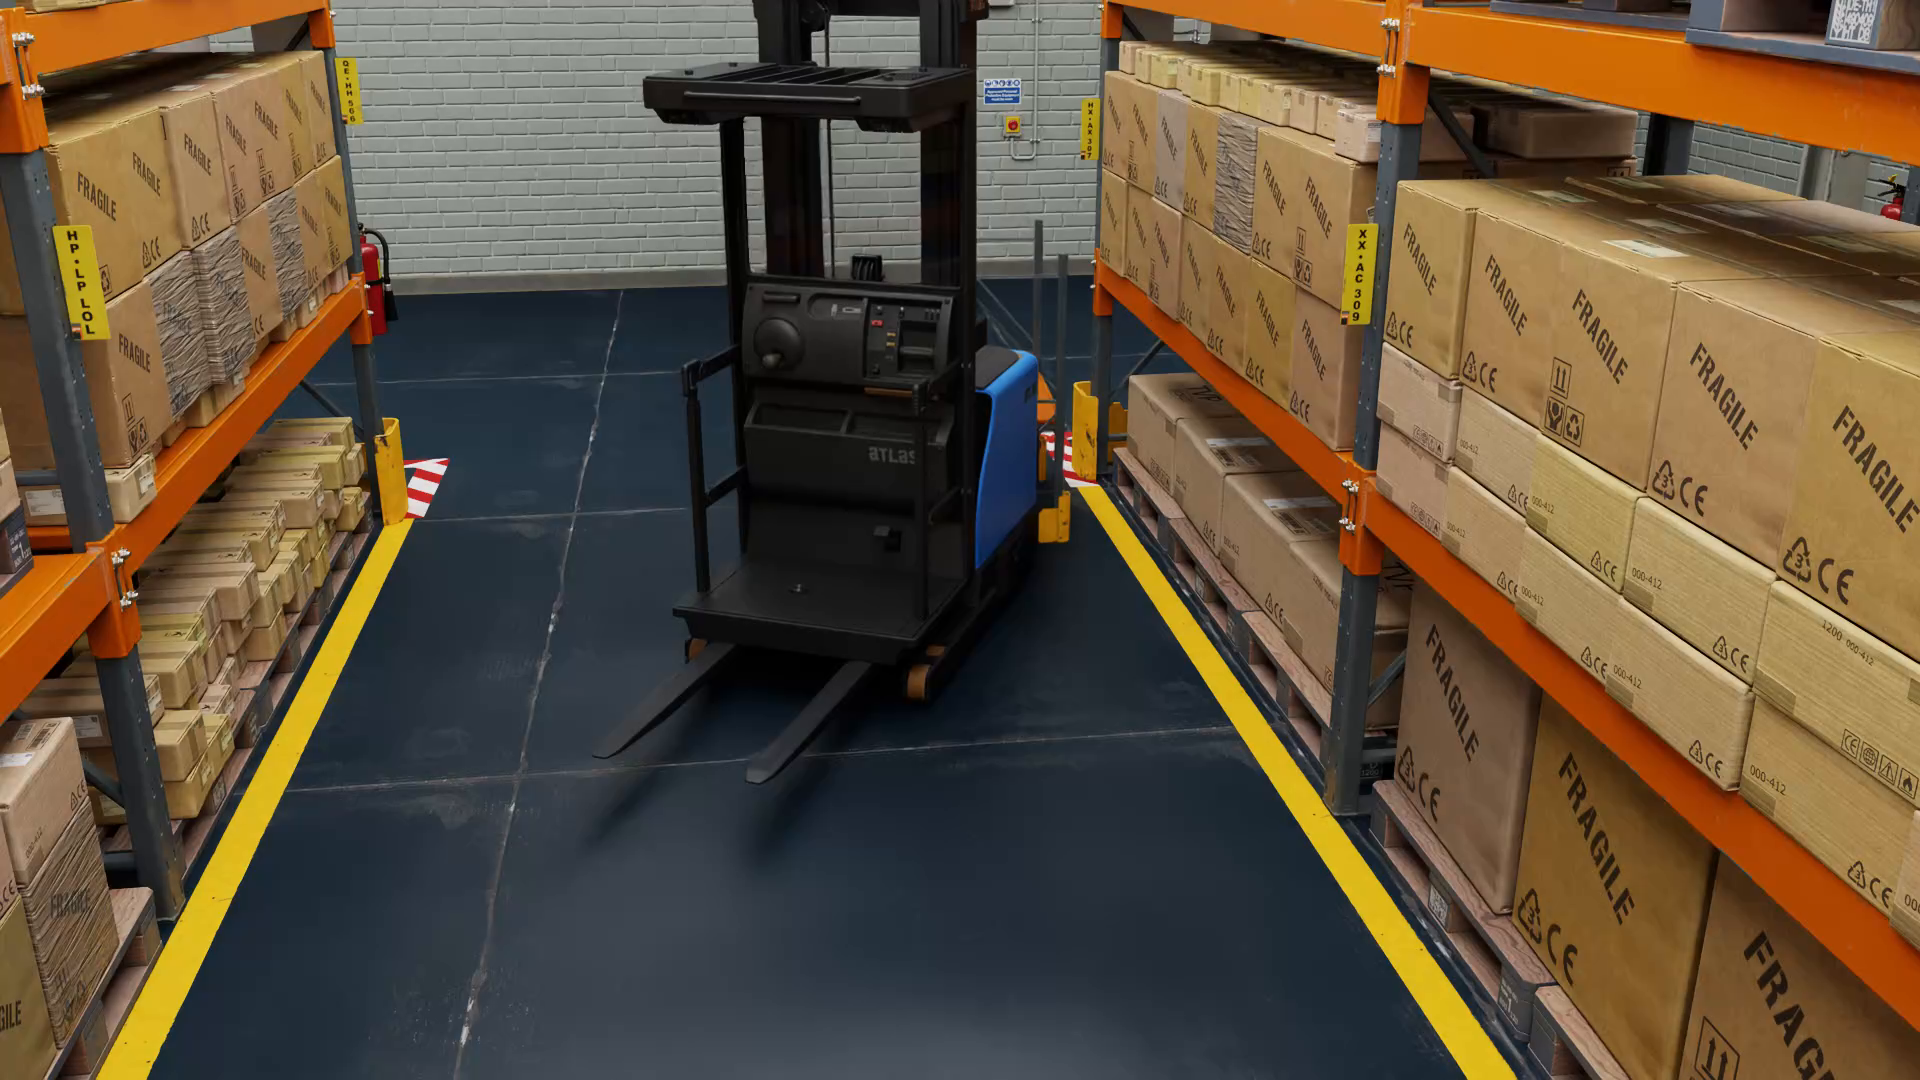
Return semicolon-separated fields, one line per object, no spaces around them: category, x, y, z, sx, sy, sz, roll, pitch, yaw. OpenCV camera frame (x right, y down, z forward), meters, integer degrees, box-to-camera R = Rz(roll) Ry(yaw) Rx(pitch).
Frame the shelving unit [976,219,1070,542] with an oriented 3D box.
shelving unit;0.242;-0.876;8.918;0.587;1.500;1.083;-1;21;-4

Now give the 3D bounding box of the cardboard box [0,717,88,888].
cardboard box;-2.687;0.710;4.429;0.500;0.250;0.500;-3;21;-9

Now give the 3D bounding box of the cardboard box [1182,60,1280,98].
cardboard box;1.212;-2.060;7.446;0.380;0.149;0.250;-3;21;-7

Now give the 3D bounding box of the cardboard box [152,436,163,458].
cardboard box;-2.963;-0.330;5.673;0.380;0.149;0.250;-4;21;-10

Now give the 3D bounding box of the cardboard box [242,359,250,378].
cardboard box;-3.084;-0.699;6.660;0.380;0.149;0.250;-2;21;-6

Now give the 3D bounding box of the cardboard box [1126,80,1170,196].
cardboard box;1.131;-1.984;8.169;0.500;0.500;0.500;-3;21;-9

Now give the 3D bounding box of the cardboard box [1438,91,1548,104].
cardboard box;1.919;-1.559;6.103;0.380;0.149;0.250;-3;21;-8

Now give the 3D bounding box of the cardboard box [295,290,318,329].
cardboard box;-3.185;-1.066;7.641;0.380;0.149;0.250;-2;21;-6

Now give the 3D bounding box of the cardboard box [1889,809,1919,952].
cardboard box;1.996;0.674;2.838;0.500;0.250;0.500;-3;21;-7

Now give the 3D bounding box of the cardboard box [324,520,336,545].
cardboard box;-3.249;-0.053;8.045;0.380;0.149;0.250;-3;21;-8

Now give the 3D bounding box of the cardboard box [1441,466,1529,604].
cardboard box;1.717;-0.028;4.718;0.500;0.250;0.500;-3;21;-9

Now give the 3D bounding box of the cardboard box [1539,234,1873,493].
cardboard box;1.788;-0.443;4.042;0.500;0.500;0.500;-3;21;-9

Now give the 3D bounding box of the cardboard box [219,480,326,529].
cardboard box;-3.084;-0.156;7.472;0.380;0.149;0.250;-2;21;-6

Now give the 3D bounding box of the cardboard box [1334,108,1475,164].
cardboard box;1.480;-1.353;5.551;0.380;0.149;0.250;-3;21;-9

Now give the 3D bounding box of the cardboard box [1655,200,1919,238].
cardboard box;2.234;-0.637;4.563;0.500;0.500;0.500;-3;21;-7

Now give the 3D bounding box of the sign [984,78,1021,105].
sign;0.370;-3.924;14.550;0.327;0.218;0.001;-3;21;-8

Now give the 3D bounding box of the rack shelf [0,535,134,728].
rack shelf;-2.757;0.871;3.124;1.077;0.370;4.000;-3;21;-8

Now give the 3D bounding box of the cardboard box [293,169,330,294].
cardboard box;-3.233;-1.408;7.631;0.500;0.500;0.500;-3;21;-9

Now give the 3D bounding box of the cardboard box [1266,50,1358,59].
cardboard box;1.689;-2.272;8.012;0.380;0.149;0.250;-2;21;-7

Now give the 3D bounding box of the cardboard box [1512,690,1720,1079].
cardboard box;2.145;0.879;4.513;0.875;0.875;0.875;-2;21;-6

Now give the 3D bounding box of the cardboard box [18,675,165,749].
cardboard box;-2.890;0.572;5.521;0.380;0.149;0.250;-2;21;-6

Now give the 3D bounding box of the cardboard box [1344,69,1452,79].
cardboard box;1.849;-1.913;7.051;0.380;0.149;0.250;-3;21;-8

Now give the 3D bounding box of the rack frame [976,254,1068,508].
rack frame;0.280;-0.695;8.435;0.500;1.500;0.032;-1;21;-4

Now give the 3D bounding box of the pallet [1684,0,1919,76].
pallet;2.106;-0.982;3.041;1.003;0.211;1.213;-2;21;-5

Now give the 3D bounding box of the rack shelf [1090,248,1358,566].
rack shelf;1.551;-0.798;7.595;1.077;0.370;4.000;-3;21;-8

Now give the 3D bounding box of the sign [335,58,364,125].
sign;-3.069;-2.255;8.359;0.100;0.325;0.005;-3;21;-8

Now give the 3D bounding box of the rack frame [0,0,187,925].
rack frame;-3.045;-0.158;4.853;1.000;3.000;0.127;-3;21;-8

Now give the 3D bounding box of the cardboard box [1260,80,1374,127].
cardboard box;1.397;-1.708;6.502;0.380;0.149;0.250;-3;21;-8

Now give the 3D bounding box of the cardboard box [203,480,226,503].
cardboard box;-3.694;-0.171;7.937;0.380;0.149;0.250;-3;21;-7

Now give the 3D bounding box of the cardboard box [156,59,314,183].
cardboard box;-3.236;-1.876;7.456;0.500;0.500;0.500;-4;21;-10

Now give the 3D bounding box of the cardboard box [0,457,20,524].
cardboard box;-2.792;-0.110;4.482;0.380;0.149;0.250;-3;21;-9

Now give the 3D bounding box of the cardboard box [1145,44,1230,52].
cardboard box;1.148;-2.423;8.417;0.380;0.149;0.250;-2;21;-6

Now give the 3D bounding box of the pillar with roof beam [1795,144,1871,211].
pillar with roof beam;2.417;-5.652;10.987;9.100;9.000;0.400;-3;21;-8

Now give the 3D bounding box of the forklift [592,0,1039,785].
forklift;-0.544;-0.854;6.814;1.130;2.935;3.031;7;21;17

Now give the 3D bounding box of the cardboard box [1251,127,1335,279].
cardboard box;1.432;-1.284;6.294;0.500;0.500;0.500;-3;21;-9

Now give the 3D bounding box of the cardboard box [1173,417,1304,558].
cardboard box;1.597;-0.284;8.252;0.875;0.438;0.875;-2;21;-6

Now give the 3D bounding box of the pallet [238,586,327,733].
pallet;-3.356;0.494;7.092;1.003;0.211;1.213;-3;21;-8

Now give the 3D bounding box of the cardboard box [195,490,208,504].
cardboard box;-3.696;-0.220;7.641;0.380;0.149;0.250;-4;21;-10

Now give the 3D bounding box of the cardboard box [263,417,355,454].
cardboard box;-3.294;-0.512;8.425;0.380;0.149;0.250;-3;21;-7

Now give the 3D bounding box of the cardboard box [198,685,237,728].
cardboard box;-2.905;0.663;6.129;0.380;0.149;0.250;-3;21;-8

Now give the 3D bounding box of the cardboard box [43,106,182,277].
cardboard box;-2.959;-1.160;5.538;0.500;0.500;0.500;-4;21;-9

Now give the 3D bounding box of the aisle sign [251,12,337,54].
aisle sign;-3.335;-2.801;8.214;0.394;0.787;0.004;-3;21;-8

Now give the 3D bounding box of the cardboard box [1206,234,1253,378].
cardboard box;1.352;-0.989;6.933;0.500;0.500;0.500;-3;21;-9

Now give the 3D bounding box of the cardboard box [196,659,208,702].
cardboard box;-2.977;0.534;6.049;0.380;0.149;0.250;-3;21;-8

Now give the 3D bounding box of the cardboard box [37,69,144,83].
cardboard box;-3.688;-1.673;6.912;0.500;0.500;0.500;-3;21;-9

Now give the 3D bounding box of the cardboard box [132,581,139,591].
cardboard box;-3.526;0.290;6.700;0.380;0.149;0.250;-4;21;-10

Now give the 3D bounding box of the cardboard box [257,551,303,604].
cardboard box;-3.013;0.167;7.032;0.380;0.149;0.250;-3;21;-7

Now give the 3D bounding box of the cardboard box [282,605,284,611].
cardboard box;-3.120;0.304;7.089;0.380;0.149;0.250;-2;21;-6

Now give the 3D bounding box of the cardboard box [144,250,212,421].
cardboard box;-2.945;-0.700;5.734;0.500;0.500;0.500;-3;21;-8

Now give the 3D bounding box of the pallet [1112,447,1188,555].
pallet;1.455;-0.249;9.080;1.003;0.211;1.213;-3;21;-8

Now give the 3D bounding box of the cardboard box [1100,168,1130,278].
cardboard box;1.047;-1.694;8.821;0.500;0.500;0.500;-3;21;-8

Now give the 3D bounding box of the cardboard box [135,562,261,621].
cardboard box;-2.972;0.207;6.498;0.380;0.149;0.250;-2;21;-7

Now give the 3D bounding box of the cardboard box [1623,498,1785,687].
cardboard box;1.848;0.090;3.688;0.500;0.250;0.500;-4;21;-9
